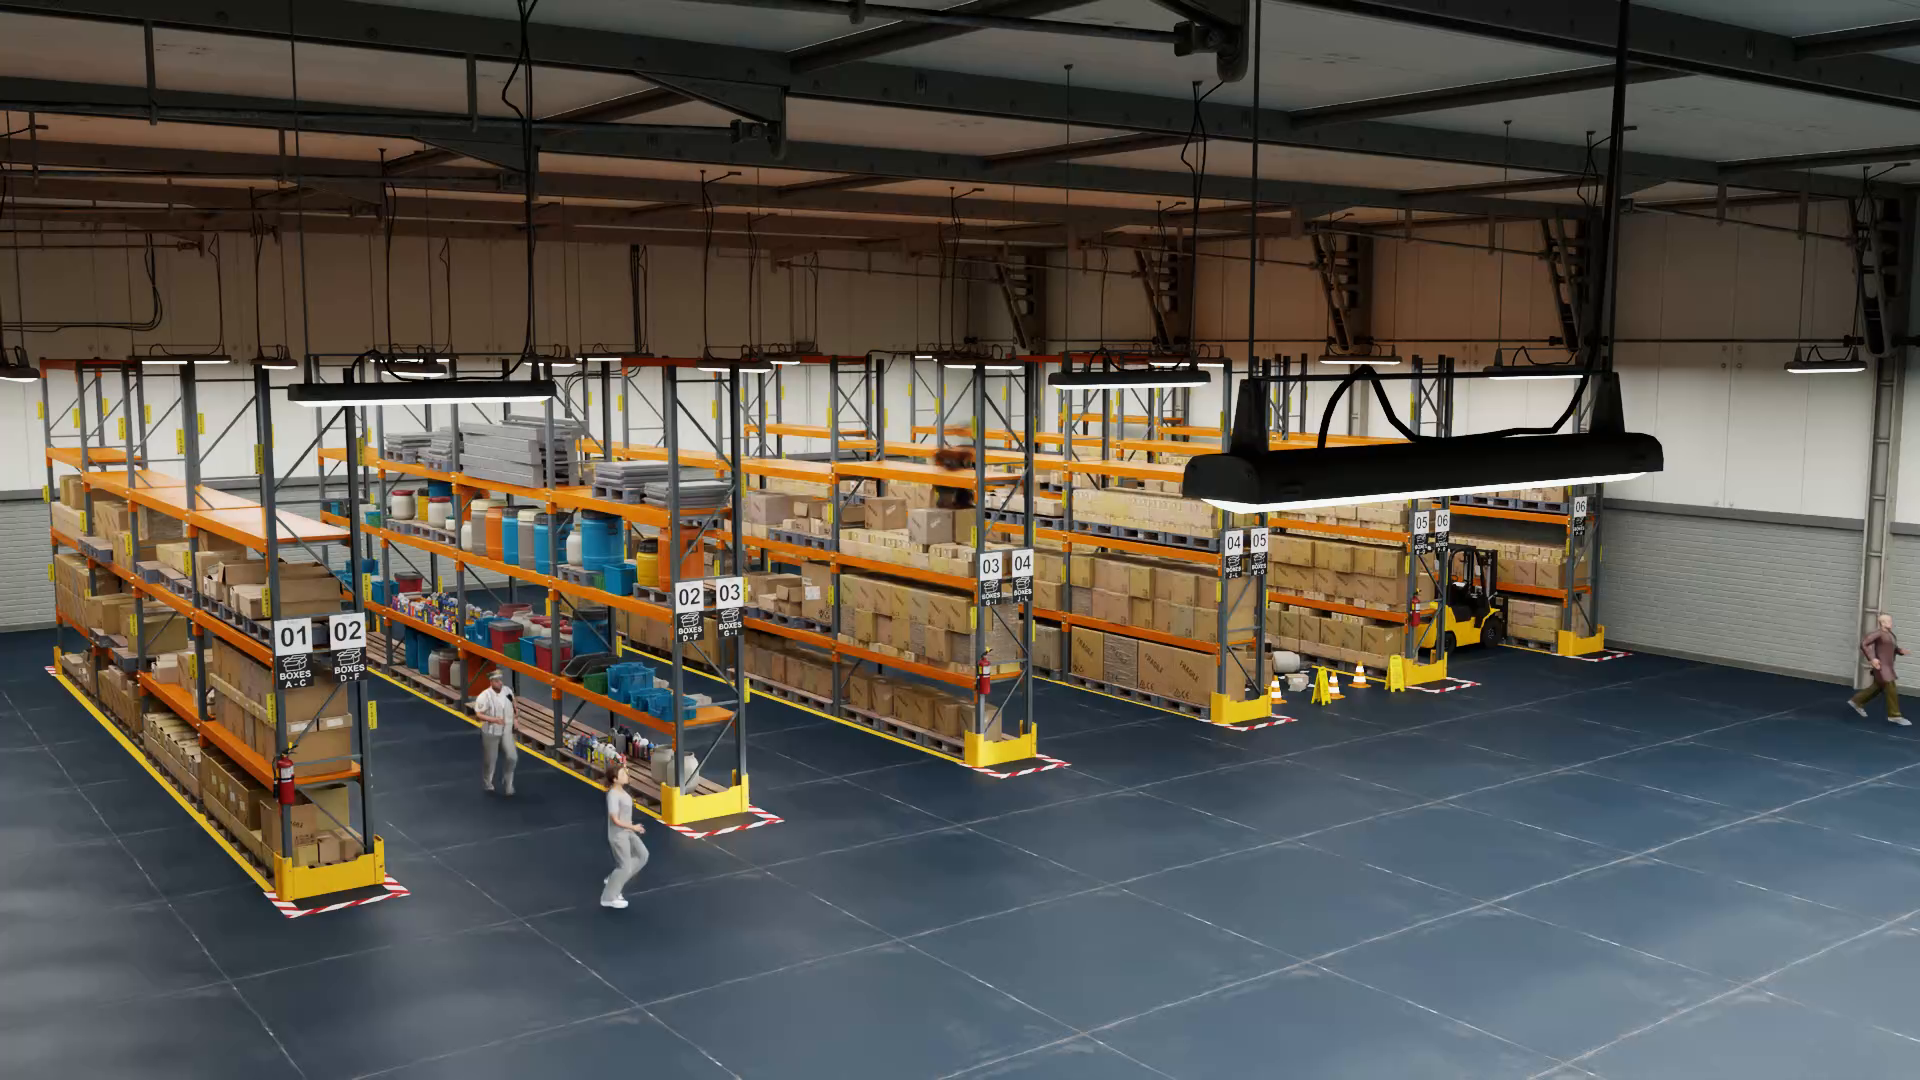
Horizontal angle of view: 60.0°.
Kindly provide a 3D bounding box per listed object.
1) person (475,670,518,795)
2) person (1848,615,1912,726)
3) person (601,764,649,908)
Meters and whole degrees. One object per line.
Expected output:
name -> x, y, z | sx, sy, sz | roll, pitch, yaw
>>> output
person -> -6.420, 2.705, 23.177 | 0.680, 1.848, 0.752 | -6, 9, -39
person -> 15.278, 2.218, 27.550 | 0.708, 1.569, 1.034 | -7, 10, -44
person -> -3.768, 3.297, 18.601 | 0.537, 1.628, 0.578 | -1, 7, -5
